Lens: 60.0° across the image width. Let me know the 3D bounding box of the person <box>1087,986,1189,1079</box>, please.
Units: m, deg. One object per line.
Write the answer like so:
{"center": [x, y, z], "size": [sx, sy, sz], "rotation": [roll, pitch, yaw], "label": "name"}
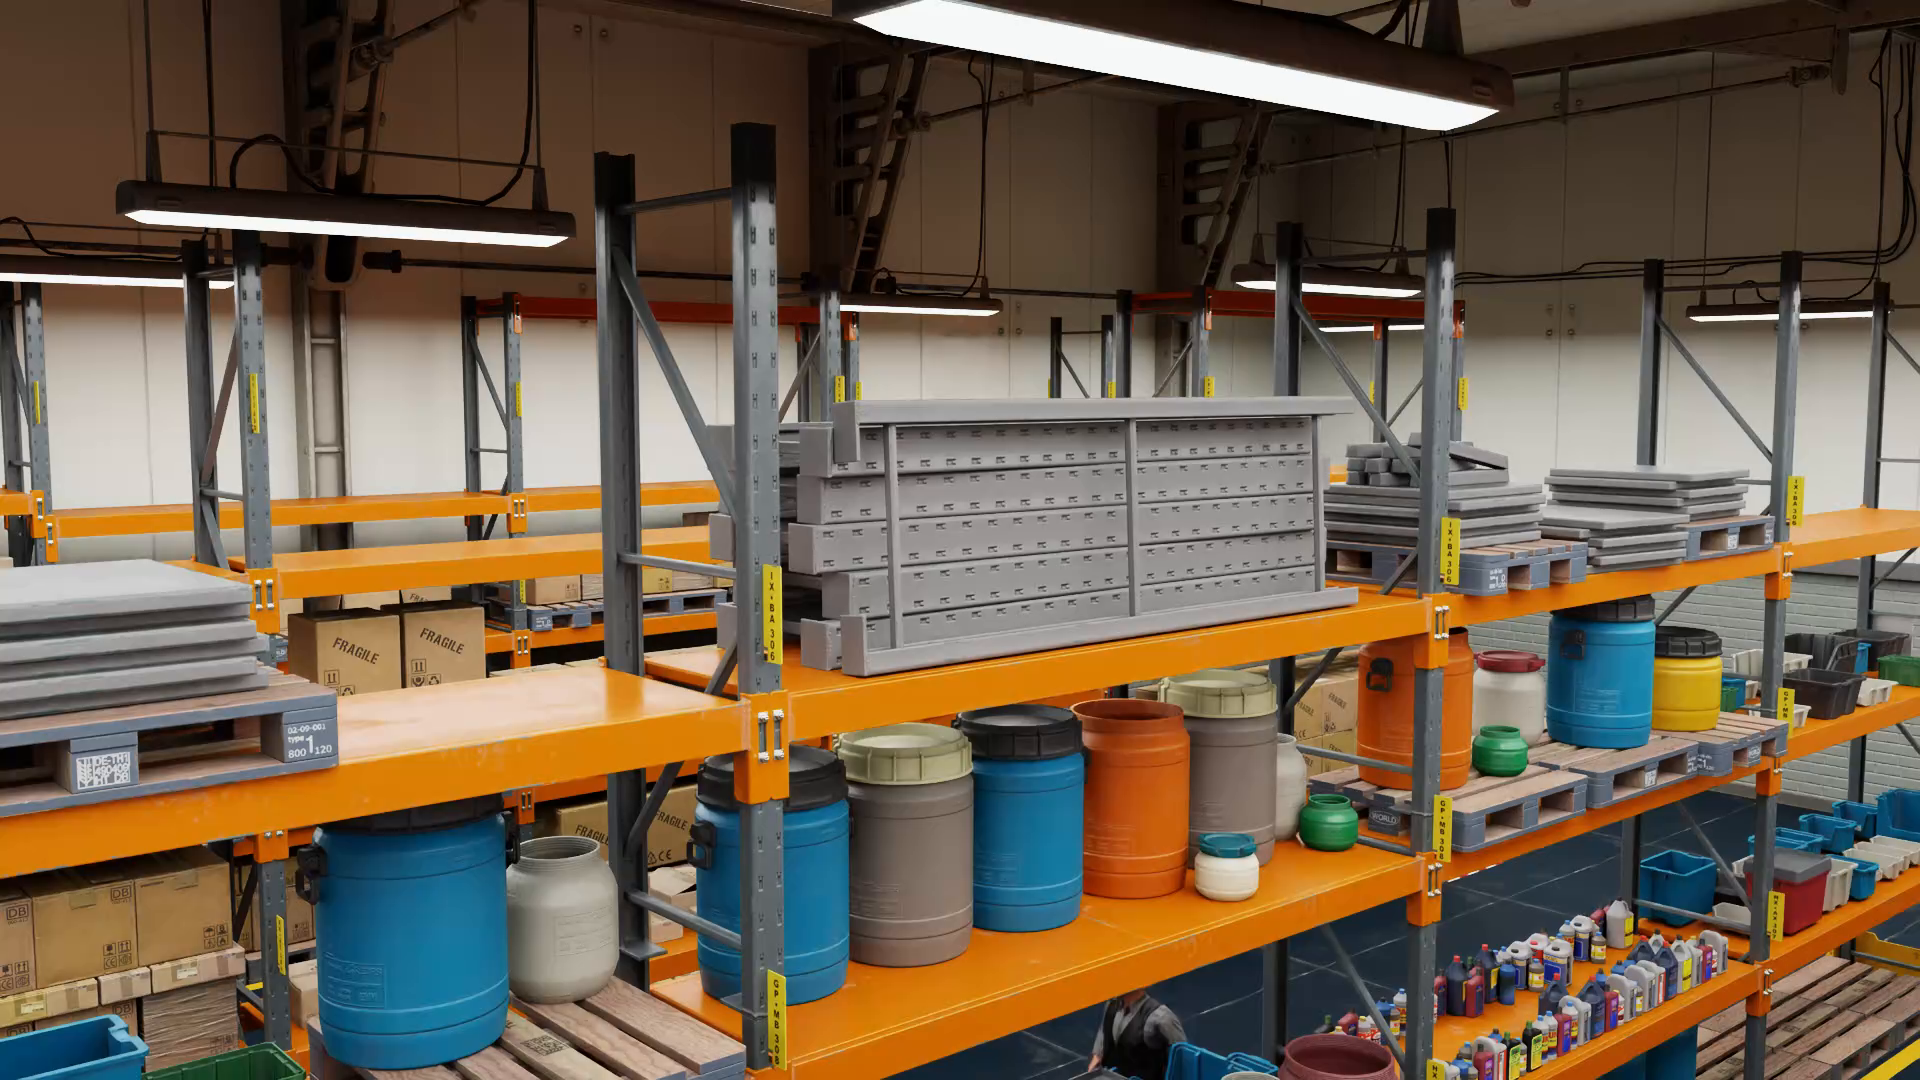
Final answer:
{"center": [1.084, 3.376, 10.166], "size": [0.584, 1.675, 0.701], "rotation": [-5, 7, -42], "label": "person"}
